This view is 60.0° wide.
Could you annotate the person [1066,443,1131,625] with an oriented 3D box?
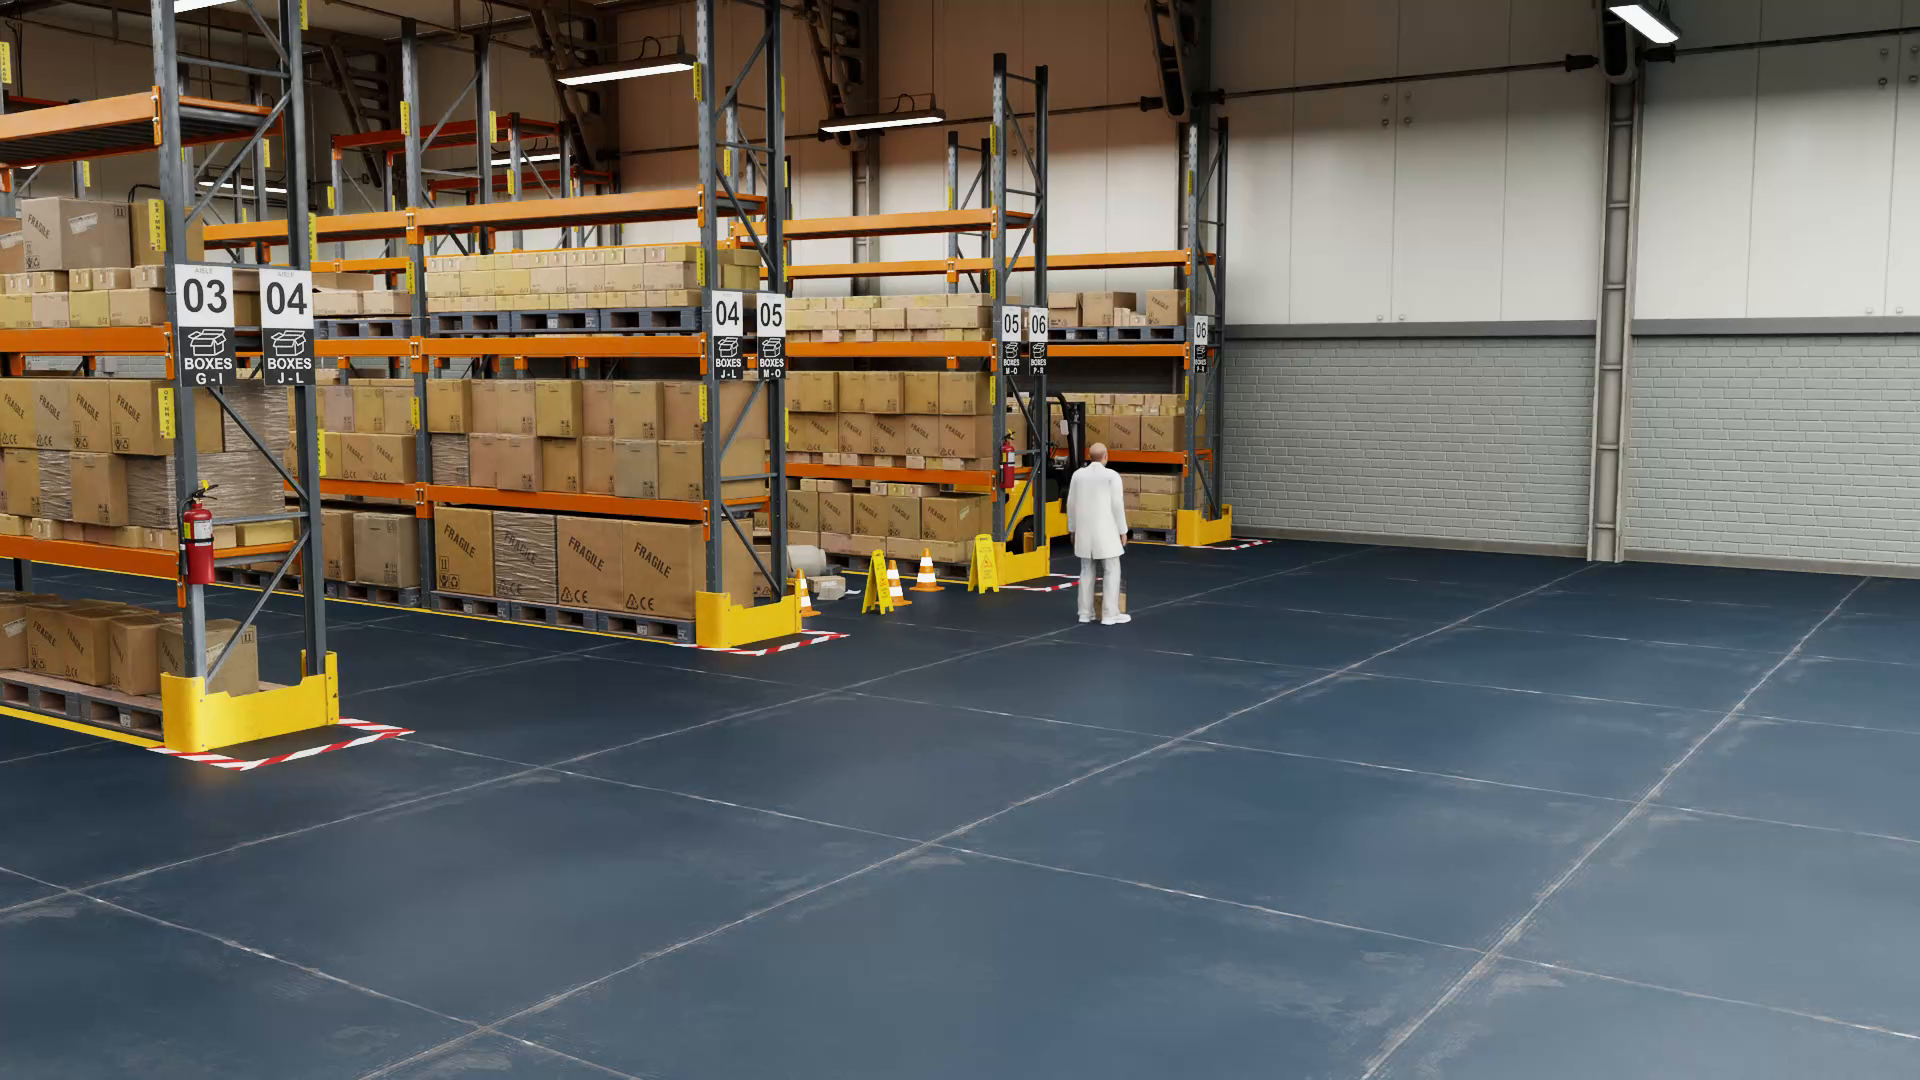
[{"bbox_3d":[1.357,-0.068,16.399,0.641,1.772,0.428,4,7,31],"label":"person"}]
